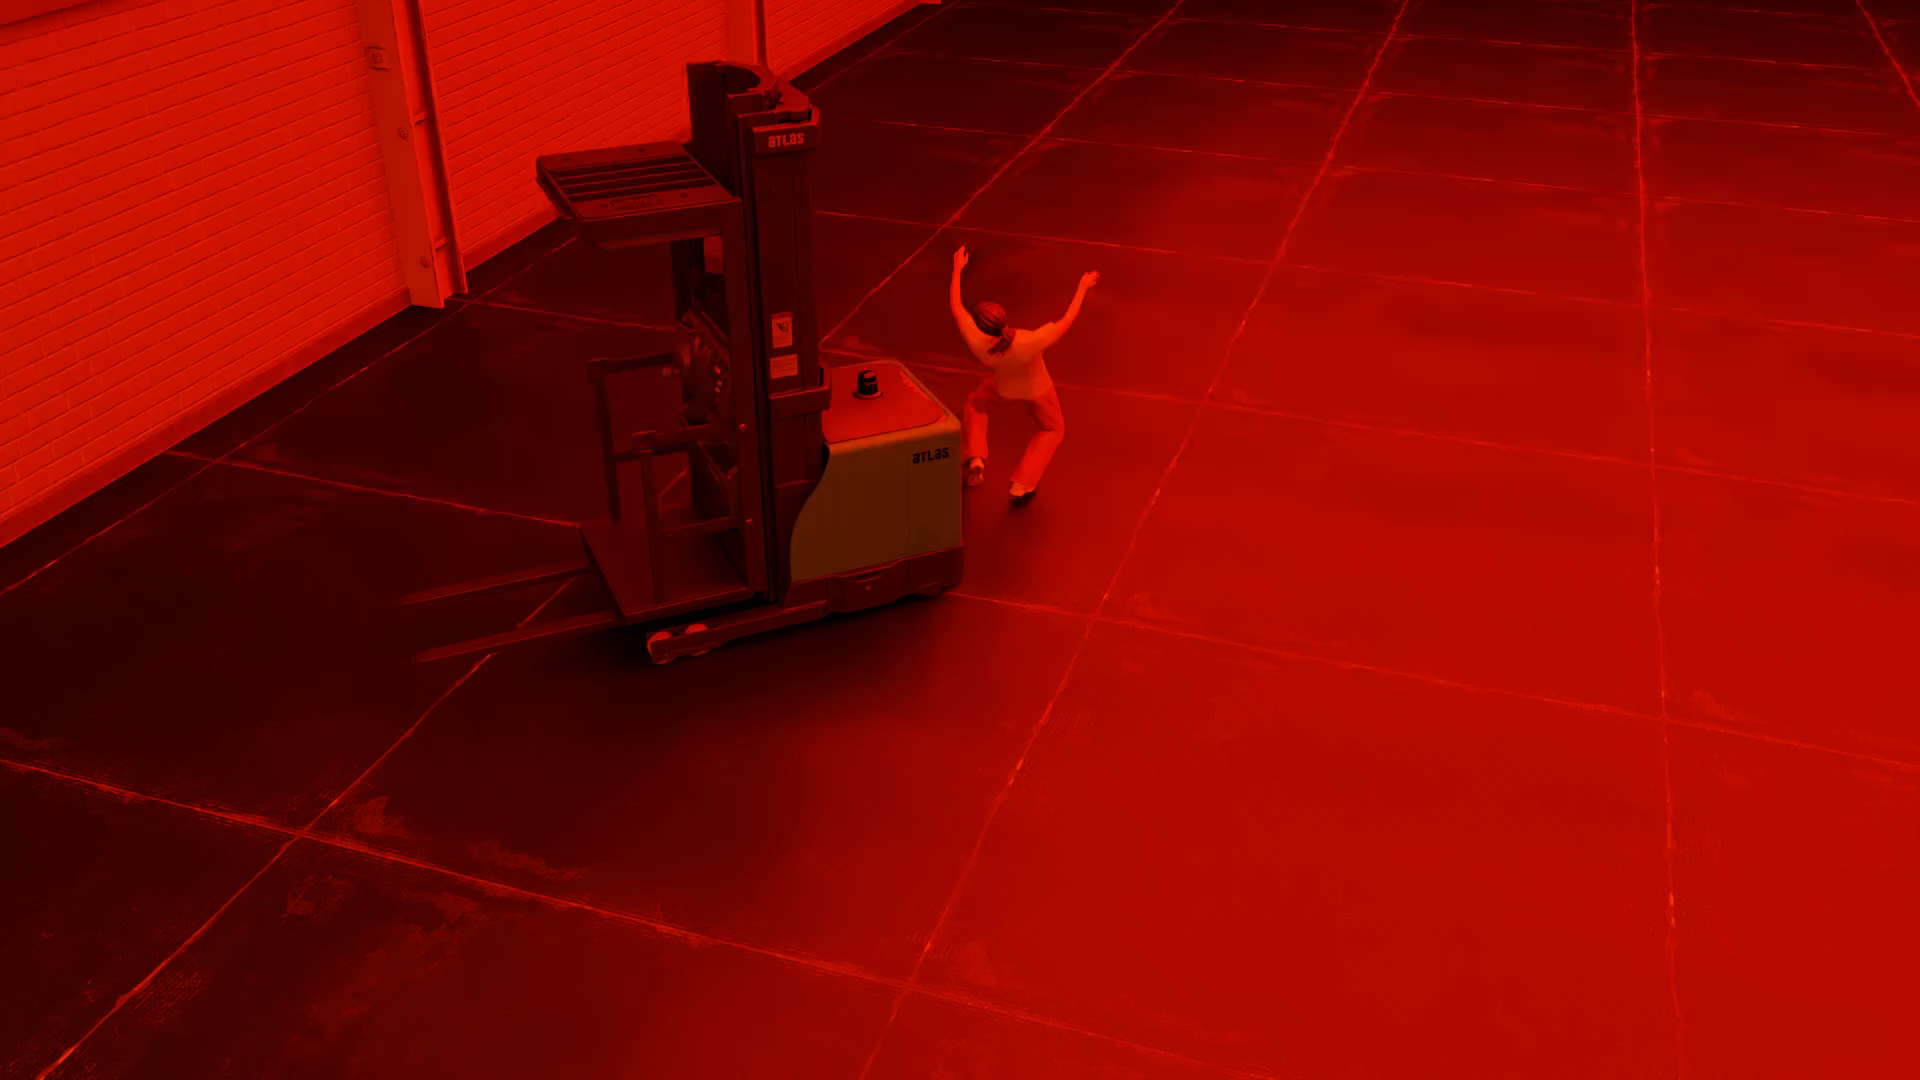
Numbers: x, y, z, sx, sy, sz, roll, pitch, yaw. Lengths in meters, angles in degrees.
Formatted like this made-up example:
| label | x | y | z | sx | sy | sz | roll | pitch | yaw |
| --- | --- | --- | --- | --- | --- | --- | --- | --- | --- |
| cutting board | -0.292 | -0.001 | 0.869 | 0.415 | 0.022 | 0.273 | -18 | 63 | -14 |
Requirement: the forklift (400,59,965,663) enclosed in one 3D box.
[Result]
| label | x | y | z | sx | sy | sz | roll | pitch | yaw |
| --- | --- | --- | --- | --- | --- | --- | --- | --- | --- |
| forklift | -1.538 | -0.910 | 8.732 | 3.031 | 2.935 | 1.130 | -12 | 32 | -21 |

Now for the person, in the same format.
| label | x | y | z | sx | sy | sz | roll | pitch | yaw |
| --- | --- | --- | --- | --- | --- | --- | --- | --- | --- |
| person | 0.356 | -0.981 | 10.226 | 0.876 | 1.548 | 0.691 | 7 | 30 | 12 |
